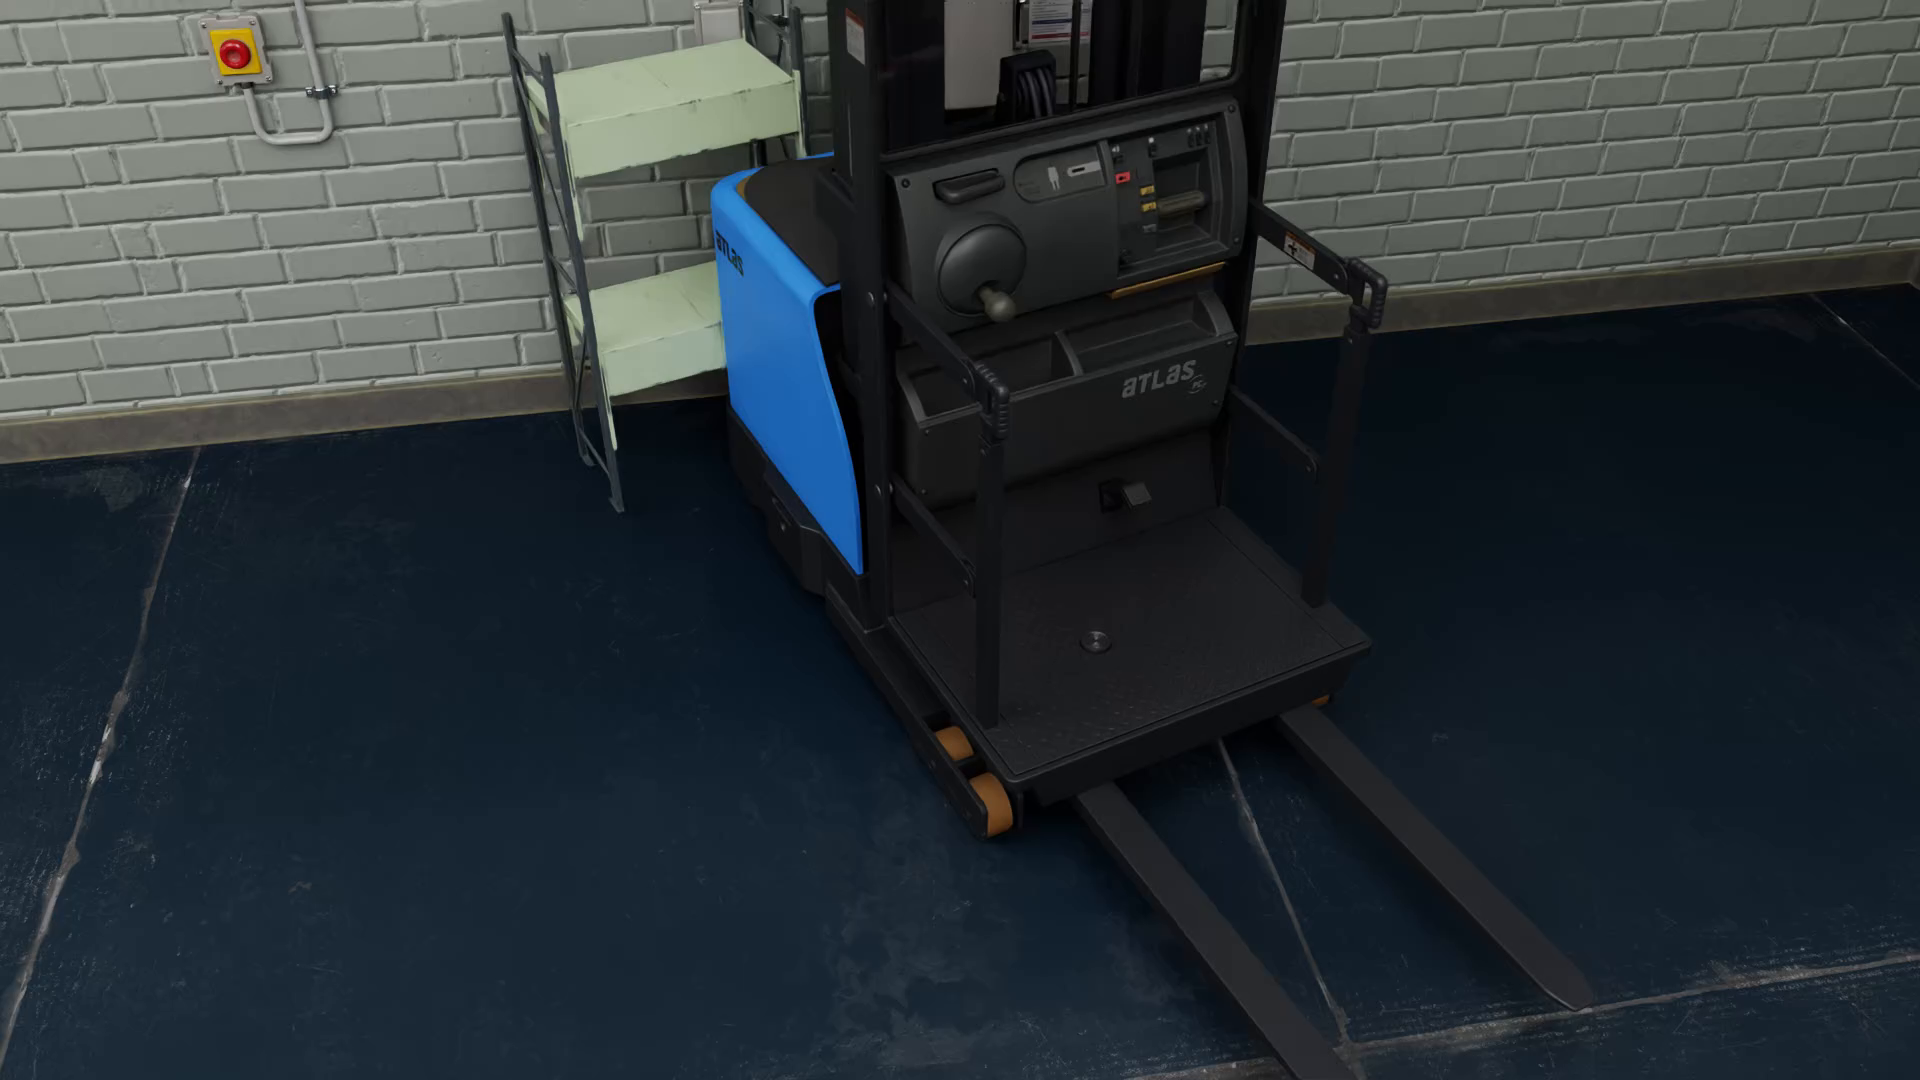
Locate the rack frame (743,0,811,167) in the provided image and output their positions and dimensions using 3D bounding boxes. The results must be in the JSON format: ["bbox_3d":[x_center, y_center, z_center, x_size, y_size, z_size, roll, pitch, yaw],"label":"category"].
[{"bbox_3d":[-0.549,-1.008,5.318,0.023,1.500,0.400,-18,40,-22],"label":"rack frame"}]

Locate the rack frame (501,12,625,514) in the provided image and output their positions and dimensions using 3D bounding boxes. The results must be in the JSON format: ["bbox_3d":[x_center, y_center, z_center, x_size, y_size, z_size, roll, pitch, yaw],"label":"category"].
[{"bbox_3d":[-1.193,-0.795,5.043,0.023,1.500,0.400,-18,40,-22],"label":"rack frame"}]

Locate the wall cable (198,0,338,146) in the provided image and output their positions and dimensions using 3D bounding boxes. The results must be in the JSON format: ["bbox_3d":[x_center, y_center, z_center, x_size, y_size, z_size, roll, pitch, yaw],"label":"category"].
[{"bbox_3d":[-2.166,-1.946,4.457,0.585,1.953,0.123,-6,38,-8],"label":"wall cable"}]

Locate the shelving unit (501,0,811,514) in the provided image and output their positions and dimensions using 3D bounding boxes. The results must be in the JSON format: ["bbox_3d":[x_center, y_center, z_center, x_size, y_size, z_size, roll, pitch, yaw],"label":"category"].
[{"bbox_3d":[-0.871,-0.902,5.181,0.755,1.500,0.431,-18,40,-22],"label":"shelving unit"}]

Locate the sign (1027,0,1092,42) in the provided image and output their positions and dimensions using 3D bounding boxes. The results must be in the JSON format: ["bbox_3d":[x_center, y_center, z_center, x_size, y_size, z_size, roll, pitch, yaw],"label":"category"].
[{"bbox_3d":[0.378,-1.811,5.214,0.329,0.494,0.001,-6,38,-8],"label":"sign"}]

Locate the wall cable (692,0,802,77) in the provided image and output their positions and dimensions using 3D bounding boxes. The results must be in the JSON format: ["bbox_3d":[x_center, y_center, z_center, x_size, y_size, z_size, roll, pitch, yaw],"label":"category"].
[{"bbox_3d":[-0.771,-2.094,4.672,0.588,1.984,0.122,-6,38,-8],"label":"wall cable"}]

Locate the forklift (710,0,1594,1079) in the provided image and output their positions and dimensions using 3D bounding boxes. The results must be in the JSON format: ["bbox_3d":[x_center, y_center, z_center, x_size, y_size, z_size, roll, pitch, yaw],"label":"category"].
[{"bbox_3d":[0.380,-0.711,3.776,1.130,2.935,3.031,-18,41,-21],"label":"forklift"}]

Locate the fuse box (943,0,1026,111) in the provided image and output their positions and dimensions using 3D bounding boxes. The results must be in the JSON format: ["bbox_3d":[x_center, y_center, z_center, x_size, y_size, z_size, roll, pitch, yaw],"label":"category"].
[{"bbox_3d":[-0.072,-1.162,5.351,0.539,1.711,0.414,-6,38,-8],"label":"fuse box"}]

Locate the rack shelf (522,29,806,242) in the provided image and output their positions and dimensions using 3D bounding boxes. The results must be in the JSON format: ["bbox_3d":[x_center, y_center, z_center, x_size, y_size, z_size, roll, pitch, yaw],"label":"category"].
[{"bbox_3d":[-0.876,-1.216,4.950,0.720,0.370,0.431,-18,40,-22],"label":"rack shelf"}]

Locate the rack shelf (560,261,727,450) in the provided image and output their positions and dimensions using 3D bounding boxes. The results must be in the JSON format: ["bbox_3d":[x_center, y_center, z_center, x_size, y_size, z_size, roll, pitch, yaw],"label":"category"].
[{"bbox_3d":[-0.866,-0.639,5.373,0.720,0.370,0.431,-18,40,-22],"label":"rack shelf"}]
